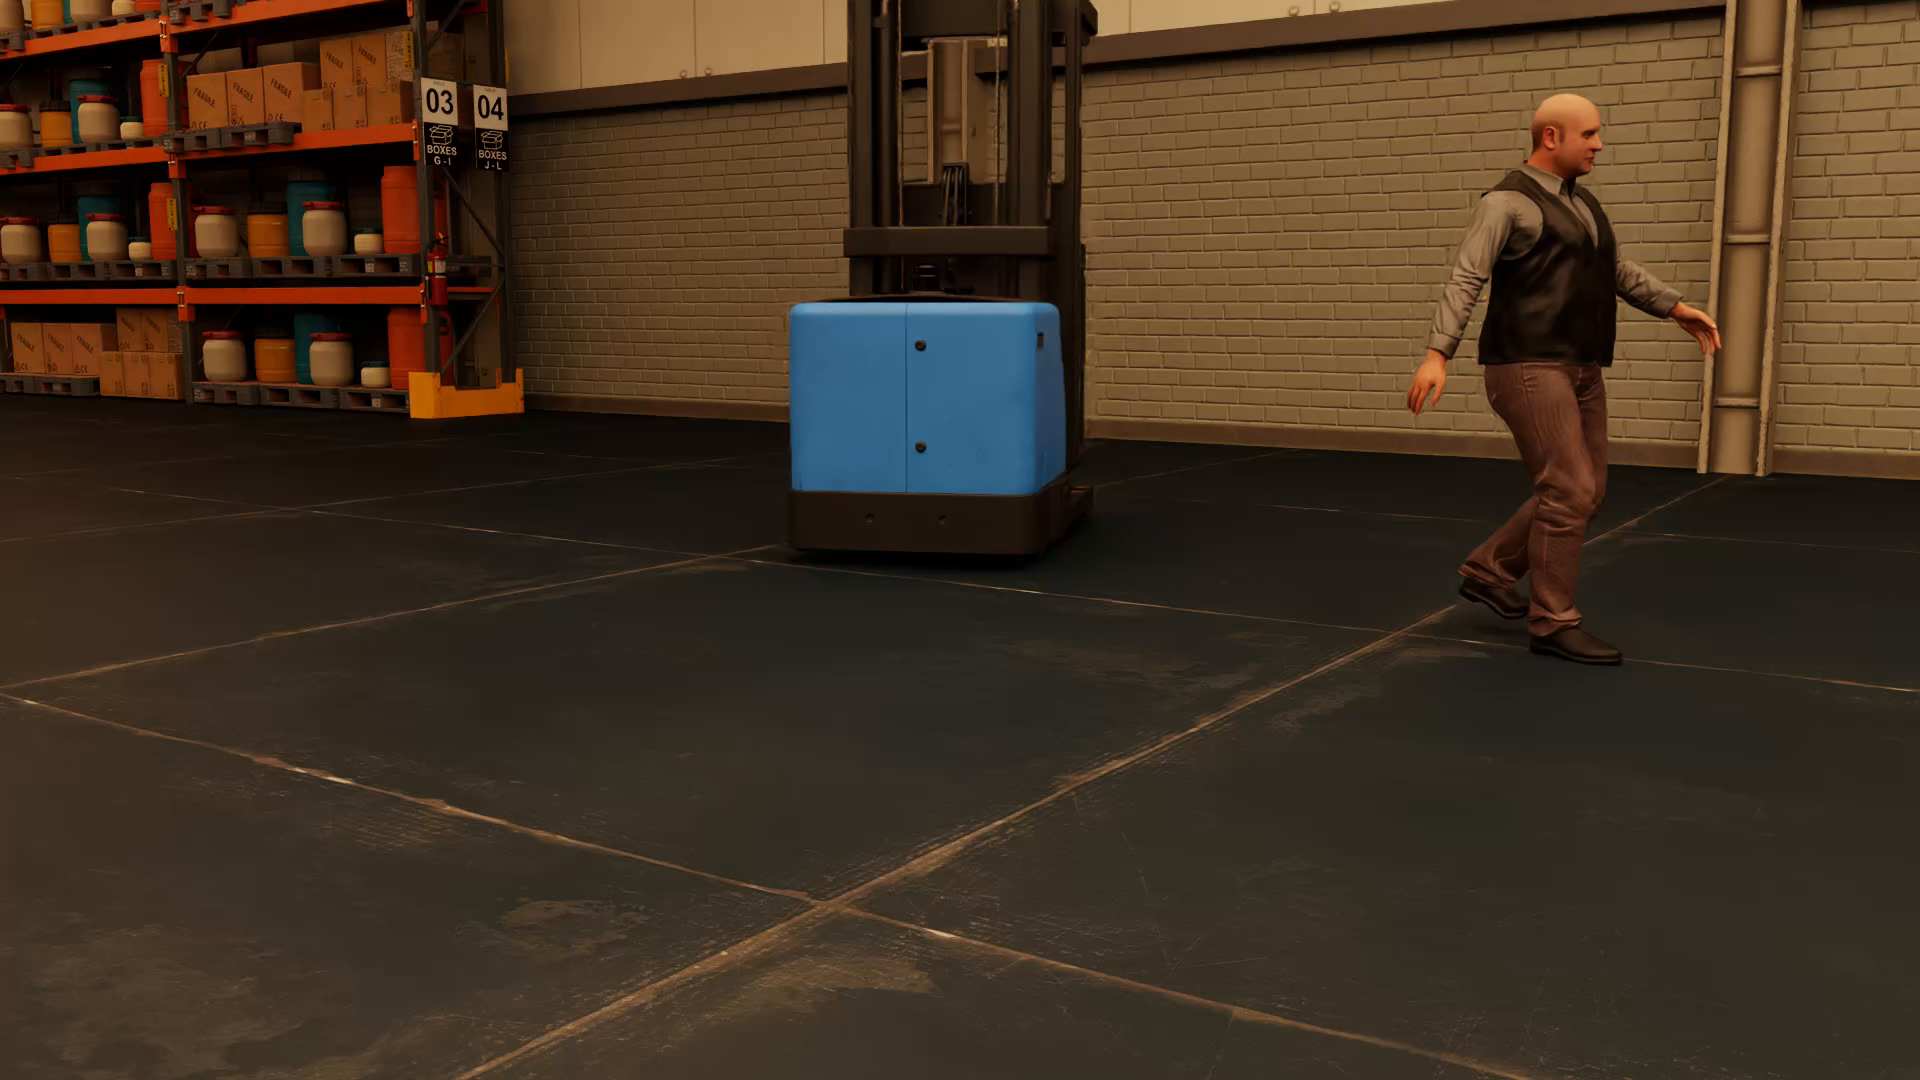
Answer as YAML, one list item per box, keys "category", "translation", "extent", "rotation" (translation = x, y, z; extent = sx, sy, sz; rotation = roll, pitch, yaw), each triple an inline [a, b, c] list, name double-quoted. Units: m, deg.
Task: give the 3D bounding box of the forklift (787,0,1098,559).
- category: "forklift"
  translation: [0.066, -1.540, 8.021]
  extent: [1.130, 2.935, 3.031]
  rotation: [2, 8, 11]

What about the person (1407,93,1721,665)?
- category: "person"
  translation: [1.818, -0.502, 5.128]
  extent: [0.878, 1.702, 0.702]
  rotation: [-7, 11, -42]
